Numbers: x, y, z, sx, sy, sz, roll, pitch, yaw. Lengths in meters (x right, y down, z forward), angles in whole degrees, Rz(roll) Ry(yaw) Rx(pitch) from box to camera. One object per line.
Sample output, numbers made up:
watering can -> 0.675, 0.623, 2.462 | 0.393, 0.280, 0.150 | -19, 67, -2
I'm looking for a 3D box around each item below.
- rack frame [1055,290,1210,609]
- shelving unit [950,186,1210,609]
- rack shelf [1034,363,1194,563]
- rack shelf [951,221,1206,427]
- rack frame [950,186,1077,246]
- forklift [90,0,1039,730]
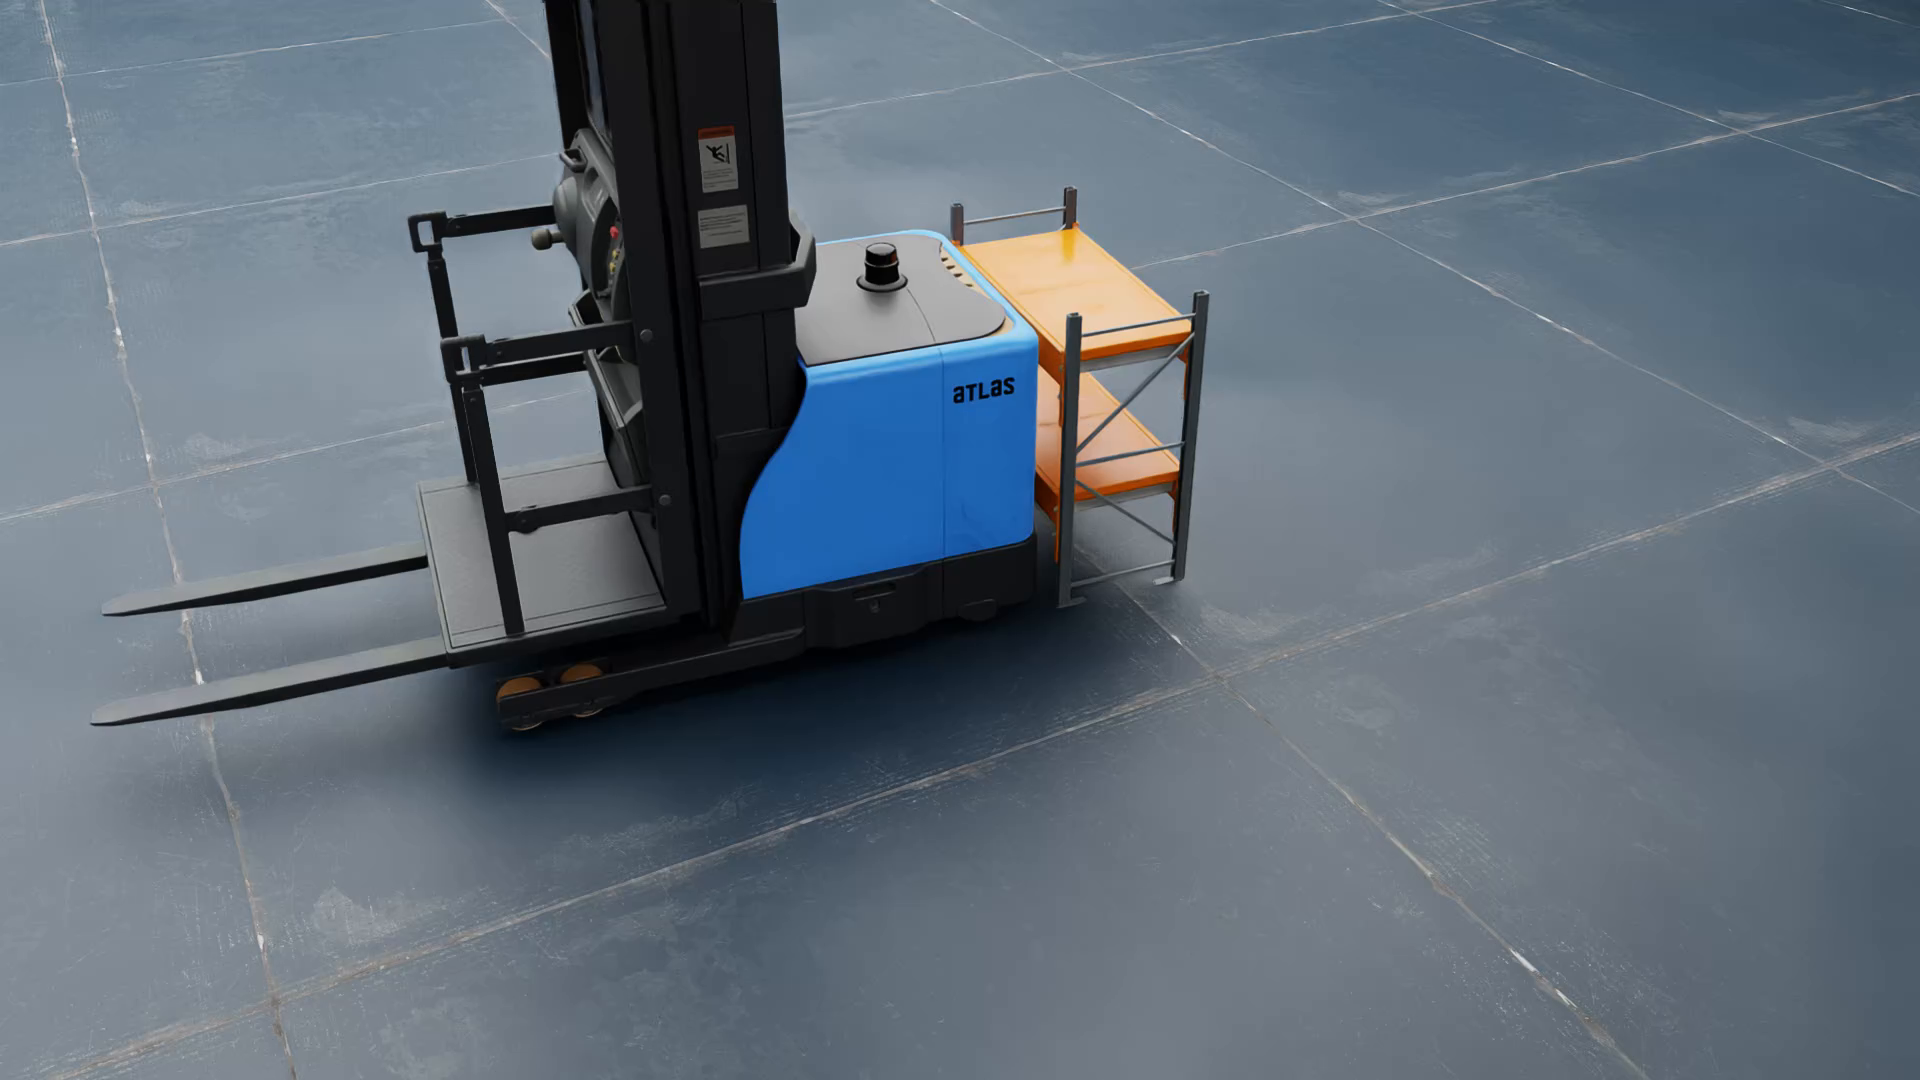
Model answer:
rack frame -> 0.576, -0.288, 5.657 | 0.500, 1.125, 0.032 | -12, 35, -18
shelving unit -> 0.389, -0.543, 6.055 | 0.538, 1.125, 1.048 | -12, 35, -18
rack shelf -> 0.389, -0.337, 6.187 | 0.538, 0.278, 1.000 | -12, 35, -18
rack shelf -> 0.389, -0.790, 5.897 | 0.538, 0.278, 1.000 | -12, 35, -18
rack frame -> 0.201, -0.798, 6.453 | 0.500, 1.125, 0.032 | -12, 35, -18
forklift -> -1.304, -0.951, 5.017 | 3.031, 2.935, 1.130 | -12, 34, -17
